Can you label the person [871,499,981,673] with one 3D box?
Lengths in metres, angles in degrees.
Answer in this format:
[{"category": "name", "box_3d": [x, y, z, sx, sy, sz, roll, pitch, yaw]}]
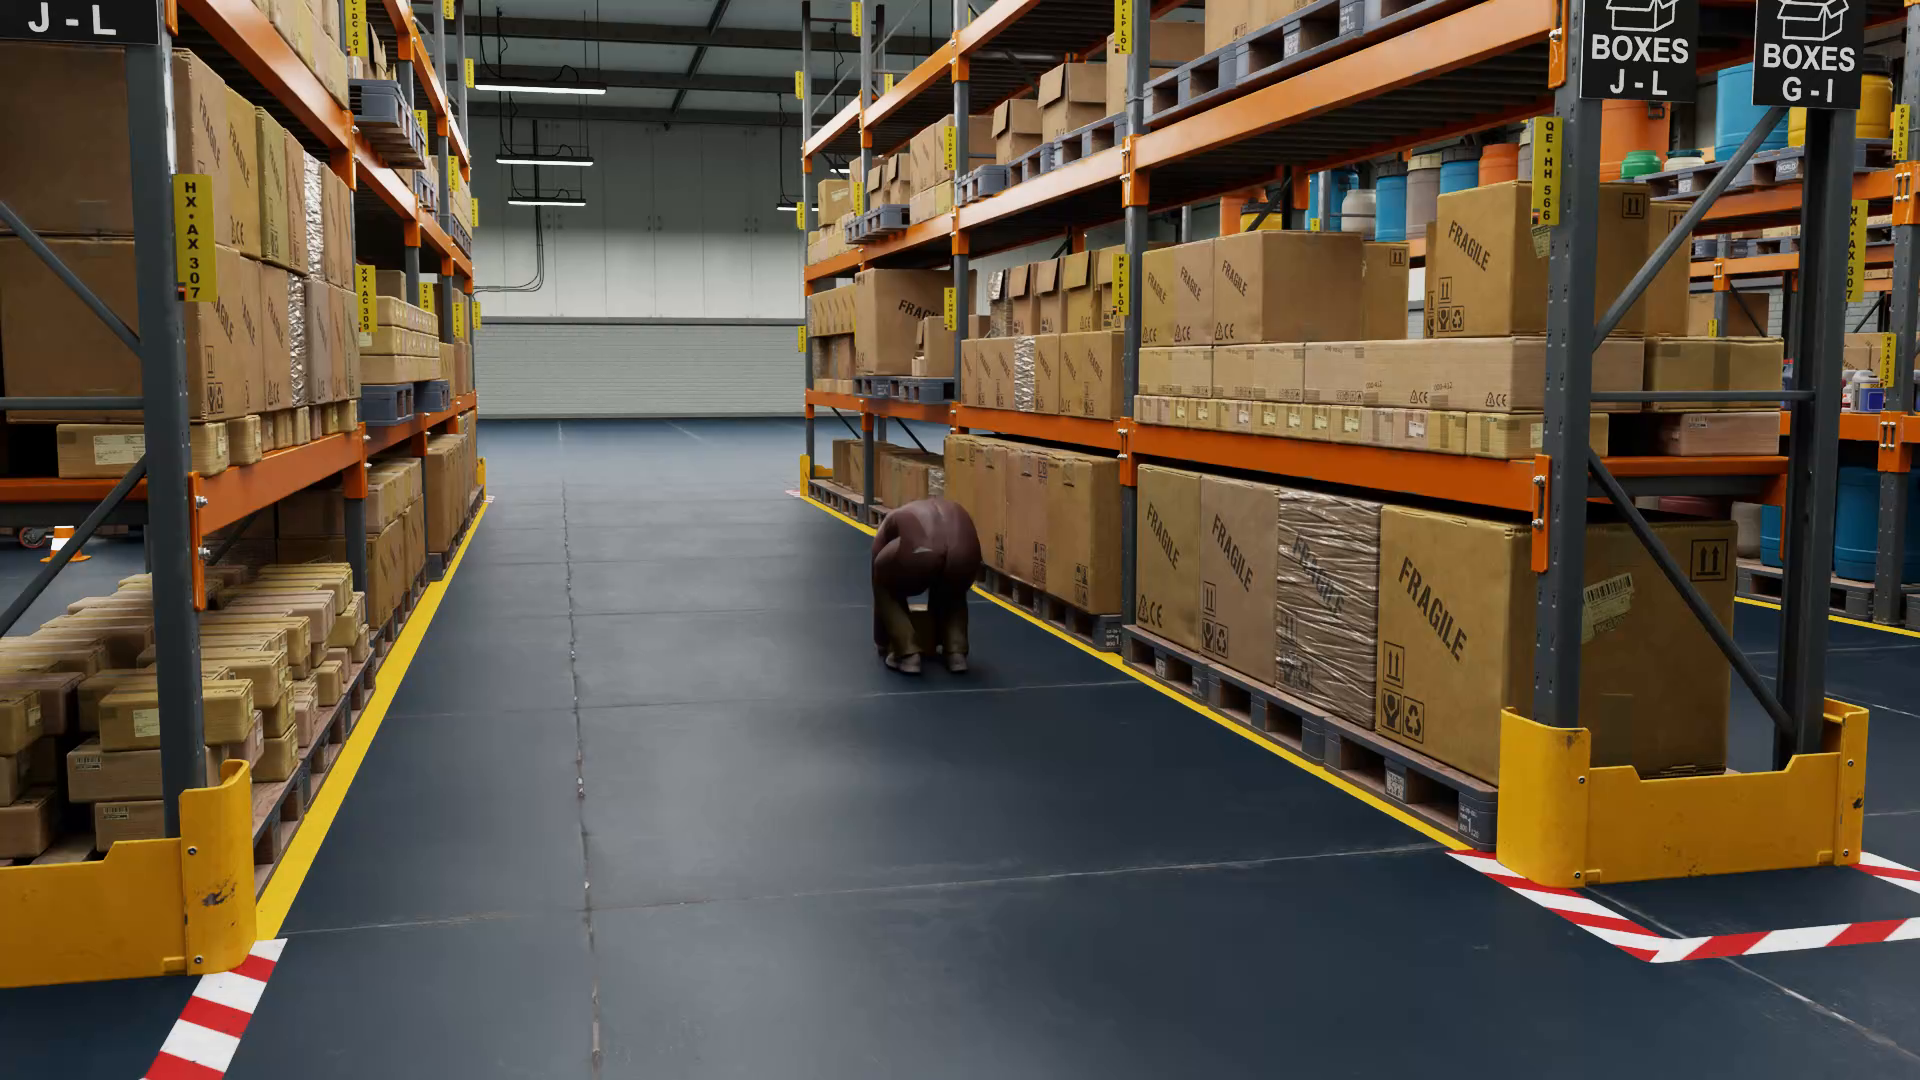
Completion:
[{"category": "person", "box_3d": [-0.205, 0.226, 8.948, 0.595, 0.923, 0.950, -2, 6, -16]}]
